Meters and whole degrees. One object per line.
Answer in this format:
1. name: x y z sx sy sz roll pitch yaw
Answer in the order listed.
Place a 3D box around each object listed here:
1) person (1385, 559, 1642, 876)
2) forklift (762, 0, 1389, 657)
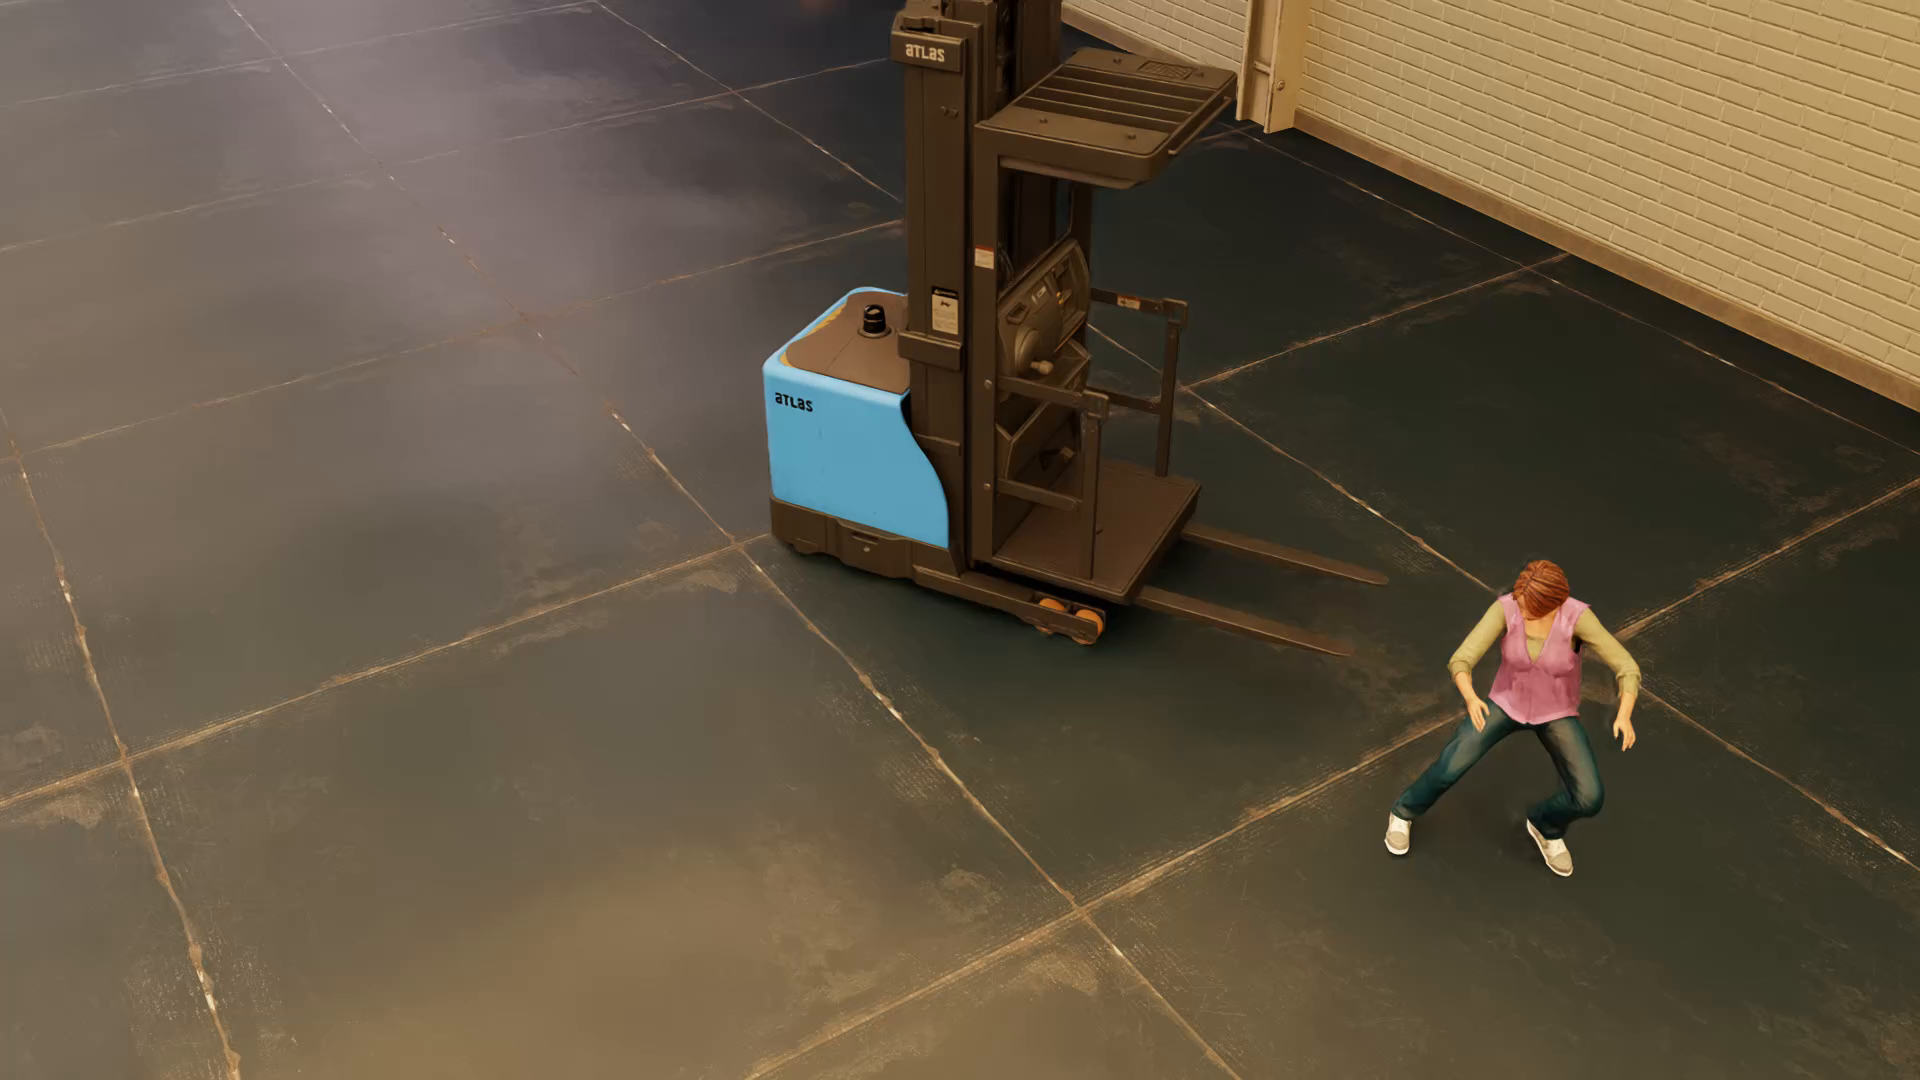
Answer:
1. person: 2.168 0.728 6.464 0.811 1.371 0.673 15 38 21
2. forklift: 0.574 -1.048 7.639 3.031 2.935 1.130 16 38 21
